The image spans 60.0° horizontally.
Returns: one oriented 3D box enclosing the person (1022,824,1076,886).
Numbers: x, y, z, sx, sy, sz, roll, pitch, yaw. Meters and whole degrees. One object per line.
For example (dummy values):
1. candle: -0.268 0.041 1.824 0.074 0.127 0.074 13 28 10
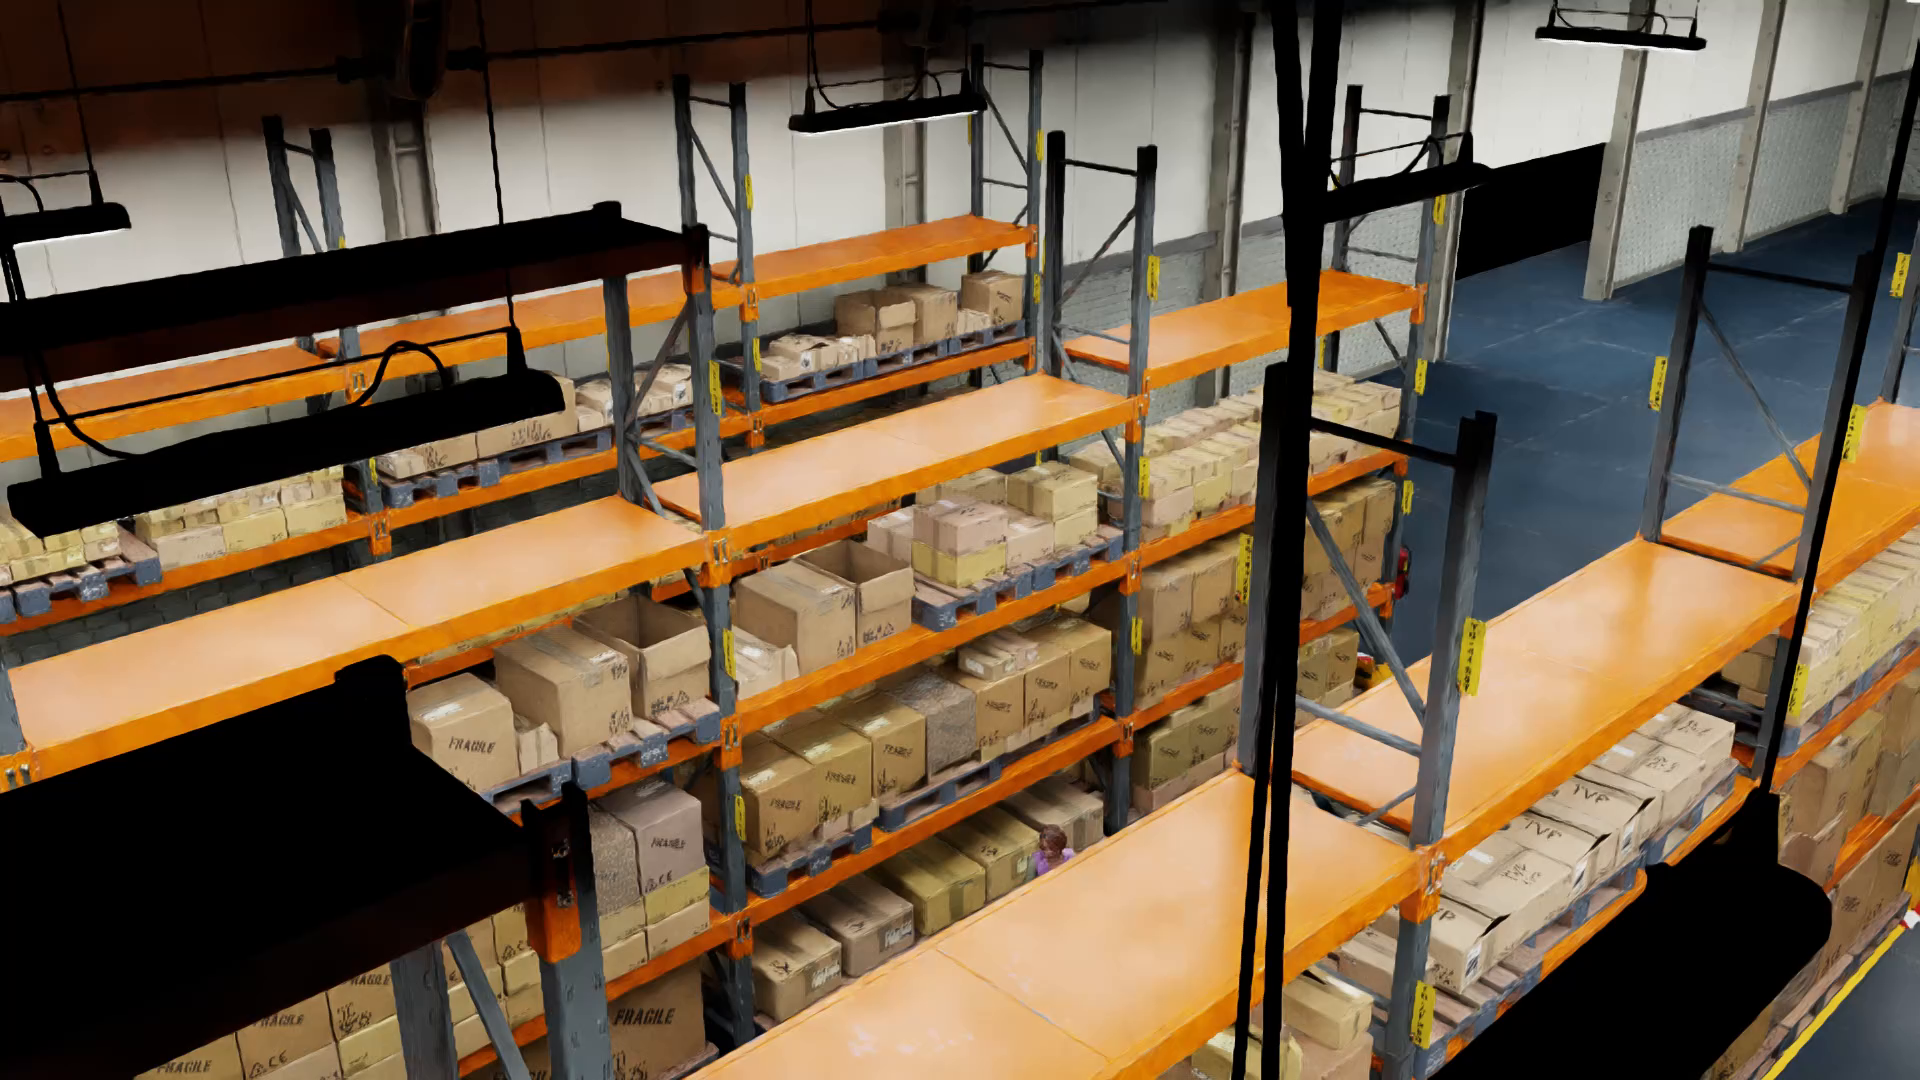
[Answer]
1. person: 0.656 2.760 12.059 0.529 1.590 0.527 -7 24 -17
